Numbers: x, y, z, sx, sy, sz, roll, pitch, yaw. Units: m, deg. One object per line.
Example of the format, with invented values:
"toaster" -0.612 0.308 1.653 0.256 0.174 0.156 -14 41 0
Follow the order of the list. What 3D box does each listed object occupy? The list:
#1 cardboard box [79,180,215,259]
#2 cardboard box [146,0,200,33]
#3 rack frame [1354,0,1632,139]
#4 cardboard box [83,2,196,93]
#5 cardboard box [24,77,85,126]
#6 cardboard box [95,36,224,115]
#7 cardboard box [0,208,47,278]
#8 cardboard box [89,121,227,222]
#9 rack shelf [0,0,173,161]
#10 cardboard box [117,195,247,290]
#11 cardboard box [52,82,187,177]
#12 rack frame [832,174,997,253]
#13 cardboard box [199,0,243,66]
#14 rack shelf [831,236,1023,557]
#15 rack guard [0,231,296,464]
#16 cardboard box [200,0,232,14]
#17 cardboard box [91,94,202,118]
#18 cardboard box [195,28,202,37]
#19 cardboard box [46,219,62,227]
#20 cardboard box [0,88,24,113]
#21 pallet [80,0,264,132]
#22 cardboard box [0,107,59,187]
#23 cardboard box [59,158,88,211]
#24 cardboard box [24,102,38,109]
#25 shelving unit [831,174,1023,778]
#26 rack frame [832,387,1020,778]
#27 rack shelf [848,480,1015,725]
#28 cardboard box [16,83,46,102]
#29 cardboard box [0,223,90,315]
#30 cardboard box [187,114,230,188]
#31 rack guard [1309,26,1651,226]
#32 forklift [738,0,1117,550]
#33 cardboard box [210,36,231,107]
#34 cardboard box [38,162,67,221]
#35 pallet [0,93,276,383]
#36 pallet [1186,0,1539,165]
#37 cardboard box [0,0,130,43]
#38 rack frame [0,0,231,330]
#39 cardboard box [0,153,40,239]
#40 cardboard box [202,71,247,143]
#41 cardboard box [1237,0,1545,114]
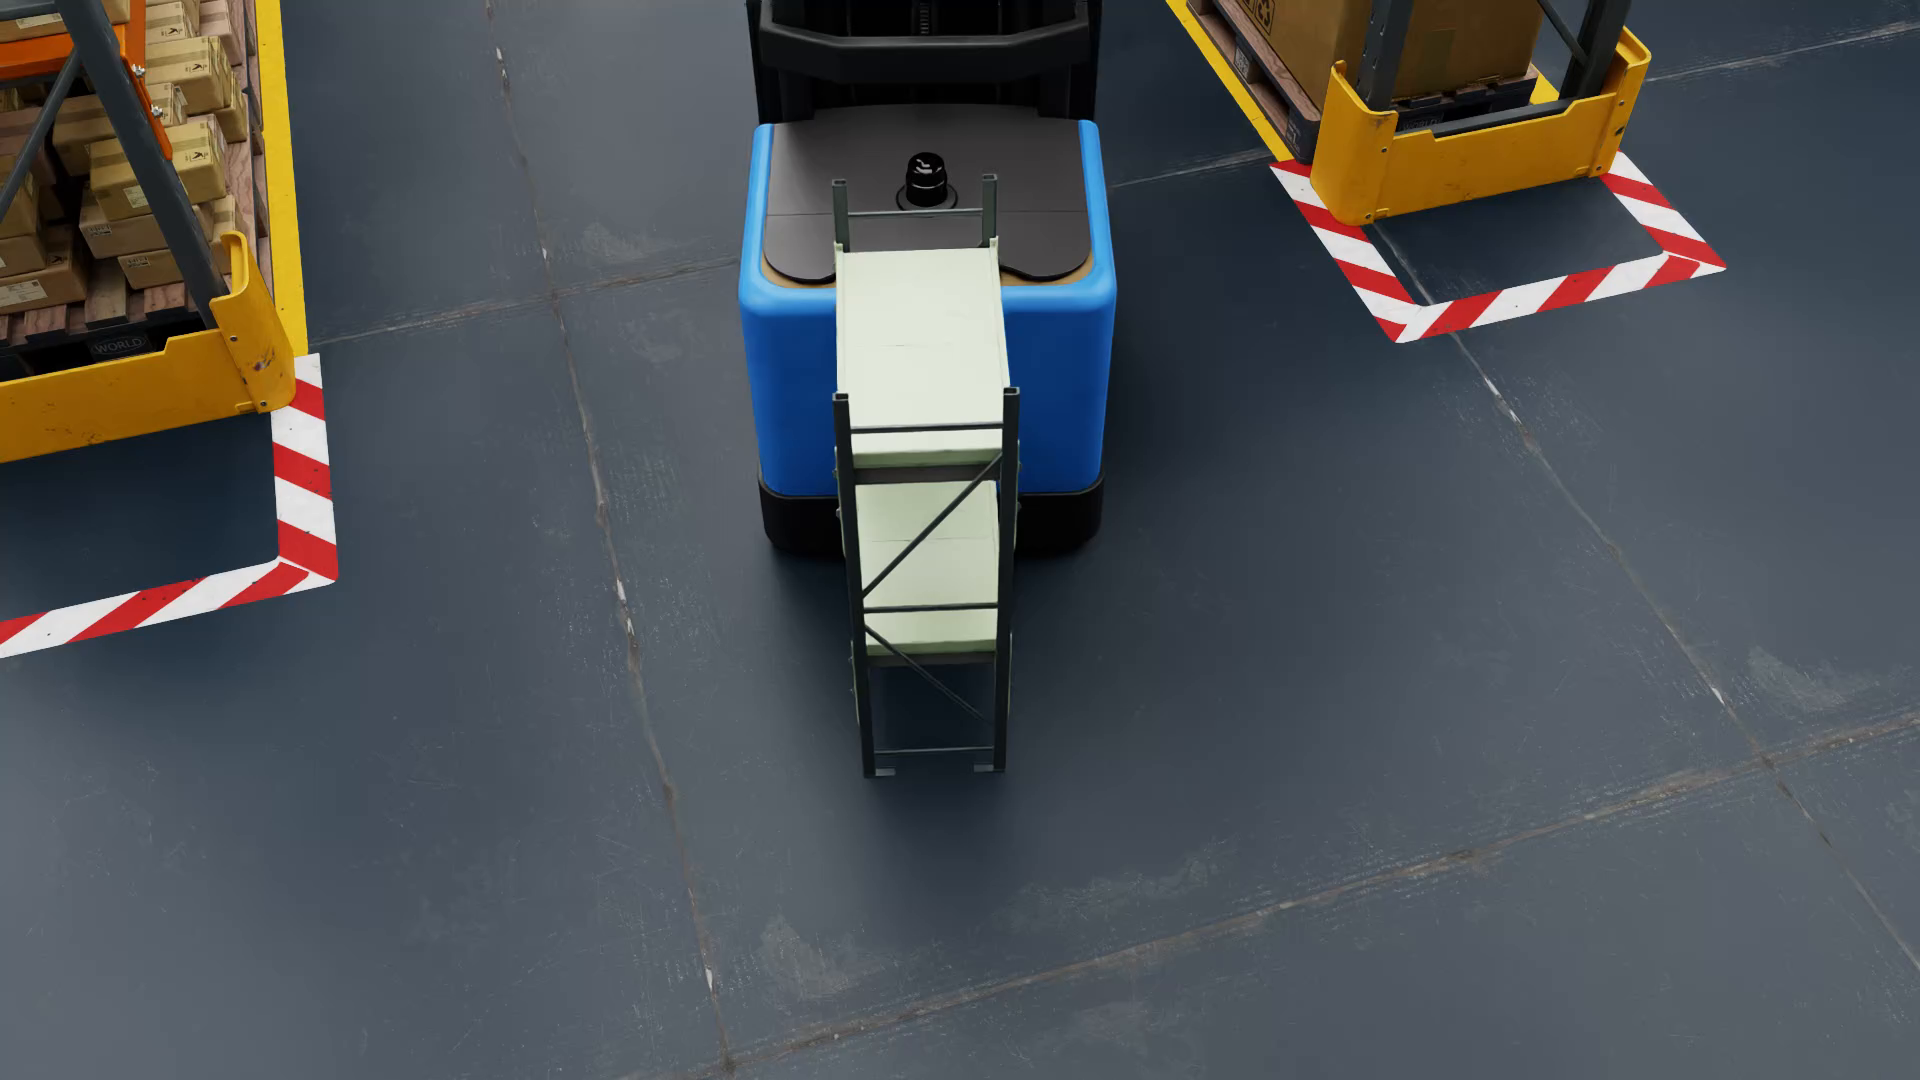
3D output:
"cardboard box" -2.743 -1.112 5.621 0.380 0.149 0.250 -11 51 -9
"cardboard box" -3.038 -1.981 6.159 0.380 0.149 0.250 -12 51 -10
"rack frame" 1.934 -2.407 5.317 1.000 3.000 0.127 -13 51 -11
"cardboard box" -2.965 -1.776 5.986 0.380 0.149 0.250 -16 52 -13
"cardboard box" -3.399 -1.591 6.025 0.380 0.149 0.250 -14 51 -11
"cardboard box" -2.813 -1.614 5.849 0.380 0.149 0.250 -13 51 -11
"cardboard box" -3.262 -0.992 5.520 0.380 0.149 0.250 -15 51 -12
"cardboard box" -2.664 -1.227 5.523 0.380 0.149 0.250 -15 52 -13
"rack shelf" -3.425 -2.588 5.940 1.077 0.370 4.000 -13 51 -11
"cardboard box" -2.683 -1.030 5.747 0.380 0.149 0.250 -12 51 -10
"cardboard box" -2.860 -1.401 5.670 0.380 0.149 0.250 -12 51 -10
"rack frame" -0.110 -0.388 4.596 0.400 1.500 0.023 -2 50 -2
"cardboard box" -3.046 -1.961 6.531 0.380 0.149 0.250 -16 52 -13
"rack shelf" -0.091 -0.360 4.062 0.431 0.370 0.720 -2 50 -2
"rack guard" -2.856 -0.609 5.436 1.175 0.500 0.348 -13 51 -11
"cardboard box" -3.153 -2.157 6.697 0.380 0.149 0.250 -13 51 -11
"cardboard box" -2.927 -1.484 5.934 0.380 0.149 0.250 -13 51 -11
"cardboard box" -3.069 -1.868 6.258 0.380 0.149 0.250 -16 52 -13
"cardboard box" -3.361 -1.078 5.787 0.380 0.149 0.250 -12 51 -10
"cardboard box" -3.450 -1.453 5.714 0.380 0.149 0.250 -14 51 -12
"pallet" -3.420 -2.006 6.803 1.003 0.211 1.213 -13 51 -11
"cardboard box" -3.252 -1.293 5.579 0.380 0.149 0.250 -12 51 -10
"cardboard box" -3.357 -1.290 5.966 0.380 0.149 0.250 -14 51 -11
"cardboard box" -3.418 -1.371 5.840 0.380 0.149 0.250 -15 52 -12
"shelving unit" -0.091 -0.109 4.361 0.431 1.500 0.755 -2 50 -2
"rack frame" -0.072 0.171 4.125 0.400 1.500 0.023 -2 50 -2
"rack shelf" -0.091 0.101 4.610 0.431 0.370 0.720 -2 50 -2
"cardboard box" -3.466 -1.657 5.886 0.380 0.149 0.250 -15 52 -12
"cardboard box" -3.188 -0.913 5.647 0.380 0.149 0.250 -13 51 -10
"cardboard box" -2.770 -1.325 5.800 0.380 0.149 0.250 -14 51 -11
"rack guard" 1.942 -1.583 6.258 1.175 0.500 0.348 -13 51 -11
"forklift" -0.114 -2.030 5.044 1.130 2.935 3.031 -1 50 -1
"cardboard box" -2.899 -1.695 6.113 0.380 0.149 0.250 -12 51 -10
"cardboard box" -3.288 -1.195 5.691 0.380 0.149 0.250 -14 51 -12
"pallet" -3.062 -1.117 6.054 1.003 0.211 1.213 -13 51 -11
"pallet" 1.623 -2.074 6.860 1.003 0.211 1.213 -13 51 -11
"cardboard box" -2.616 -1.589 4.792 0.380 0.149 0.250 -14 51 -11
"rack frame" -2.834 -1.359 4.434 1.000 3.000 0.127 -13 51 -11
"cardboard box" -3.232 -1.096 5.413 0.380 0.149 0.250 -13 51 -11
"cardboard box" -2.889 -1.594 6.222 0.380 0.149 0.250 -13 51 -11
"cardboard box" 1.669 -2.306 6.347 0.875 0.875 0.875 -13 51 -11
